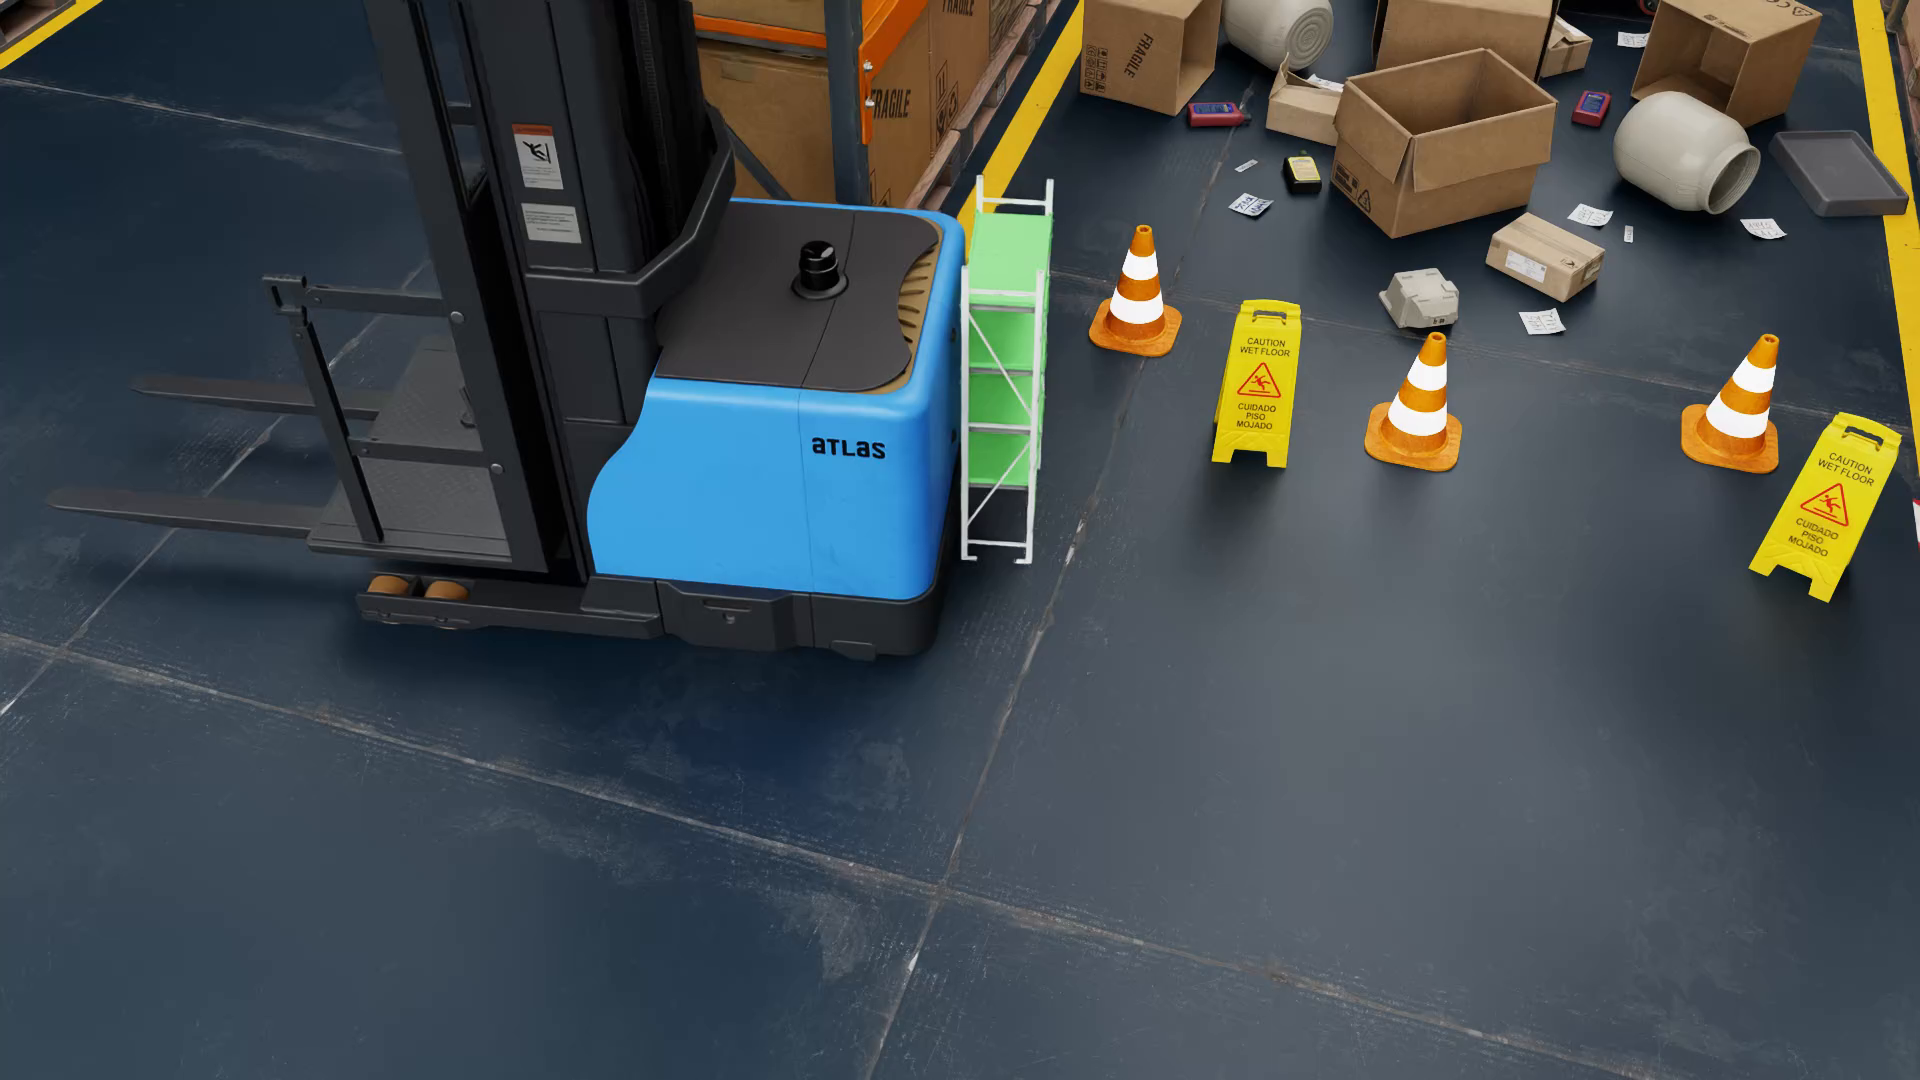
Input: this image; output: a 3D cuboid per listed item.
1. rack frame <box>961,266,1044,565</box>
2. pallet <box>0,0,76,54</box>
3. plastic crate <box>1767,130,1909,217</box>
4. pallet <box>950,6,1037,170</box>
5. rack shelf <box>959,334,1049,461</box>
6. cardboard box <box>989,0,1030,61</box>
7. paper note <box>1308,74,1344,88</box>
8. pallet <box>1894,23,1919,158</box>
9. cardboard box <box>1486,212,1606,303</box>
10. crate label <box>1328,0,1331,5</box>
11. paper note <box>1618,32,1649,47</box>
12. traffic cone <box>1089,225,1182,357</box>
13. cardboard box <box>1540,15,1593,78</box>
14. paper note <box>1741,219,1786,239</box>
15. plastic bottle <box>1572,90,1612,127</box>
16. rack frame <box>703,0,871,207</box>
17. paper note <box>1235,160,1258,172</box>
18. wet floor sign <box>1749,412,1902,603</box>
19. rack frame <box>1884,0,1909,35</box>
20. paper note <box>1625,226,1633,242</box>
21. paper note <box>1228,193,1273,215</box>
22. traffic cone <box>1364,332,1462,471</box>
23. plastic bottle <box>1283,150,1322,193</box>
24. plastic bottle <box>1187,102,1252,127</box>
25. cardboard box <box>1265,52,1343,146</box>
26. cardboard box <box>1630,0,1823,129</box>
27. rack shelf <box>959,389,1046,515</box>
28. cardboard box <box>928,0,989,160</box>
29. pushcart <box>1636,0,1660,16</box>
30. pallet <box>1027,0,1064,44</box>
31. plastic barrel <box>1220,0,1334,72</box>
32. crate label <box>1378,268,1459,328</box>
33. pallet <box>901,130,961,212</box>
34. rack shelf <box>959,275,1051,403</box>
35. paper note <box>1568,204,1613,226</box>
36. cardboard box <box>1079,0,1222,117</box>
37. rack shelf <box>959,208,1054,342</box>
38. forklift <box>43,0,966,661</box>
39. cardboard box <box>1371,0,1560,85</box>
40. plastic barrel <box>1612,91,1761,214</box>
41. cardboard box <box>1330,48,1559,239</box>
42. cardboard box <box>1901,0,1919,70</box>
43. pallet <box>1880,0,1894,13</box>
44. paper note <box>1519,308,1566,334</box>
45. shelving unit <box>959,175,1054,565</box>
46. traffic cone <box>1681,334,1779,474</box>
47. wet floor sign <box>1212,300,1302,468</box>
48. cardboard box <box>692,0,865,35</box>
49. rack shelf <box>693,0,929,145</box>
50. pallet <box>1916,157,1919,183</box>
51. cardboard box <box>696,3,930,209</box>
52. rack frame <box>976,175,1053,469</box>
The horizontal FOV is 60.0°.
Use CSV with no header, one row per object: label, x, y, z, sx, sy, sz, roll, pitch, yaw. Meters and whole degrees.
rack frame,0.125,-0.358,5.258,0.240,1.200,0.015,4,45,4
pallet,-5.210,-2.569,8.224,1.003,0.211,1.213,13,46,13
plastic crate,3.886,-1.632,7.360,0.402,0.080,0.583,-2,44,-2
pallet,-0.278,-2.226,7.874,1.003,0.211,1.213,13,46,13
rack shelf,0.148,-0.483,5.477,0.258,0.148,0.480,4,45,4
cardboard box,-0.132,-2.914,7.802,0.875,0.875,0.875,13,46,13
paper note,1.727,-2.172,7.954,0.172,0.023,0.155,28,51,26
pallet,4.973,-2.096,7.741,1.003,0.211,1.213,13,46,13
cardboard box,2.403,-1.164,6.833,0.250,0.149,0.380,-33,53,-29
crate label,1.719,-2.721,8.433,0.298,0.136,0.250,-16,47,-16
paper note,3.356,-2.495,8.278,0.148,0.019,0.142,13,46,13
traffic cone,0.697,-1.009,6.451,0.336,0.463,0.334,13,46,13
cardboard box,2.851,-2.482,8.097,0.258,0.266,0.396,-16,47,-16
paper note,3.429,-1.334,7.092,0.142,0.019,0.148,-2,44,-2
plastic bottle,2.965,-2.035,7.786,0.133,0.061,0.283,20,48,19
rack frame,-0.817,-1.863,5.509,1.000,3.000,0.127,13,46,13
paper note,1.285,-1.678,7.458,0.123,0.001,0.032,-33,53,-29
wet floor sign,2.854,-0.140,5.432,0.267,0.644,0.232,28,51,26
rack frame,5.143,-3.548,7.231,1.000,3.000,0.127,13,46,13
paper note,2.845,-1.302,7.074,0.032,0.001,0.123,13,46,13
paper note,1.264,-1.459,7.220,0.144,0.017,0.142,28,51,26
traffic cone,1.671,-0.543,5.974,0.336,0.463,0.334,13,46,13
plastic bottle,1.513,-1.641,7.383,0.133,0.061,0.283,-2,44,-2
plastic bottle,1.206,-1.977,7.727,0.283,0.061,0.133,-2,44,-2
cardboard box,1.629,-2.016,7.620,0.396,0.266,0.258,20,48,19
cardboard box,3.522,-2.229,7.669,0.500,0.500,0.500,-24,49,-22
rack shelf,0.148,-0.311,5.644,0.258,0.148,0.480,4,45,4
cardboard box,-0.410,-2.306,7.181,0.875,0.875,0.875,12,46,12
pushcart,2.955,-3.060,8.608,1.648,0.377,0.936,-2,44,-2
pallet,0.090,-3.042,8.708,1.003,0.211,1.213,13,46,13
plastic barrel,1.513,-2.527,8.030,0.421,0.421,0.512,-24,49,-22
crate label,1.850,-0.964,6.637,0.250,0.136,0.298,-9,45,-9
pallet,-0.649,-1.416,7.046,1.003,0.211,1.213,13,46,13
rack shelf,0.148,-0.654,5.309,0.258,0.148,0.480,4,45,4
paper note,2.721,-1.403,7.170,0.148,0.019,0.142,28,51,26
cardboard box,0.903,-2.384,7.828,0.500,0.500,0.500,20,48,19
rack shelf,0.148,-0.826,5.141,0.258,0.148,0.480,4,45,4
forklift,-1.525,-1.116,4.795,3.031,2.935,1.130,5,45,5
cardboard box,2.326,-2.370,7.715,0.797,0.637,0.503,13,46,13
plastic barrel,3.114,-1.658,7.142,0.421,0.421,0.512,-24,49,-22
cardboard box,2.051,-1.697,7.124,0.797,0.503,0.637,-16,47,-16
cardboard box,4.707,-2.379,7.702,0.500,0.250,0.500,11,45,11
pallet,5.377,-3.071,8.737,1.003,0.211,1.213,13,46,13
paper note,2.321,-0.872,6.620,0.148,0.019,0.142,-2,44,-2
shelving unit,0.148,-0.528,5.432,0.258,1.200,0.503,4,45,4
traffic cone,2.832,-0.535,5.966,0.336,0.463,0.334,13,46,13
wet floor sign,1.062,-0.583,5.884,0.267,0.644,0.232,5,45,5
cardboard box,-0.747,-2.173,5.719,0.875,0.550,0.550,13,46,13
rack shelf,-0.211,-2.939,7.123,1.077,0.370,4.000,13,46,13
pallet,4.606,-1.280,6.907,1.003,0.211,1.213,13,46,13
cardboard box,-0.674,-1.720,6.581,0.875,0.875,0.875,13,46,13
rack frame,0.171,-0.698,5.605,0.240,1.200,0.015,4,45,4
